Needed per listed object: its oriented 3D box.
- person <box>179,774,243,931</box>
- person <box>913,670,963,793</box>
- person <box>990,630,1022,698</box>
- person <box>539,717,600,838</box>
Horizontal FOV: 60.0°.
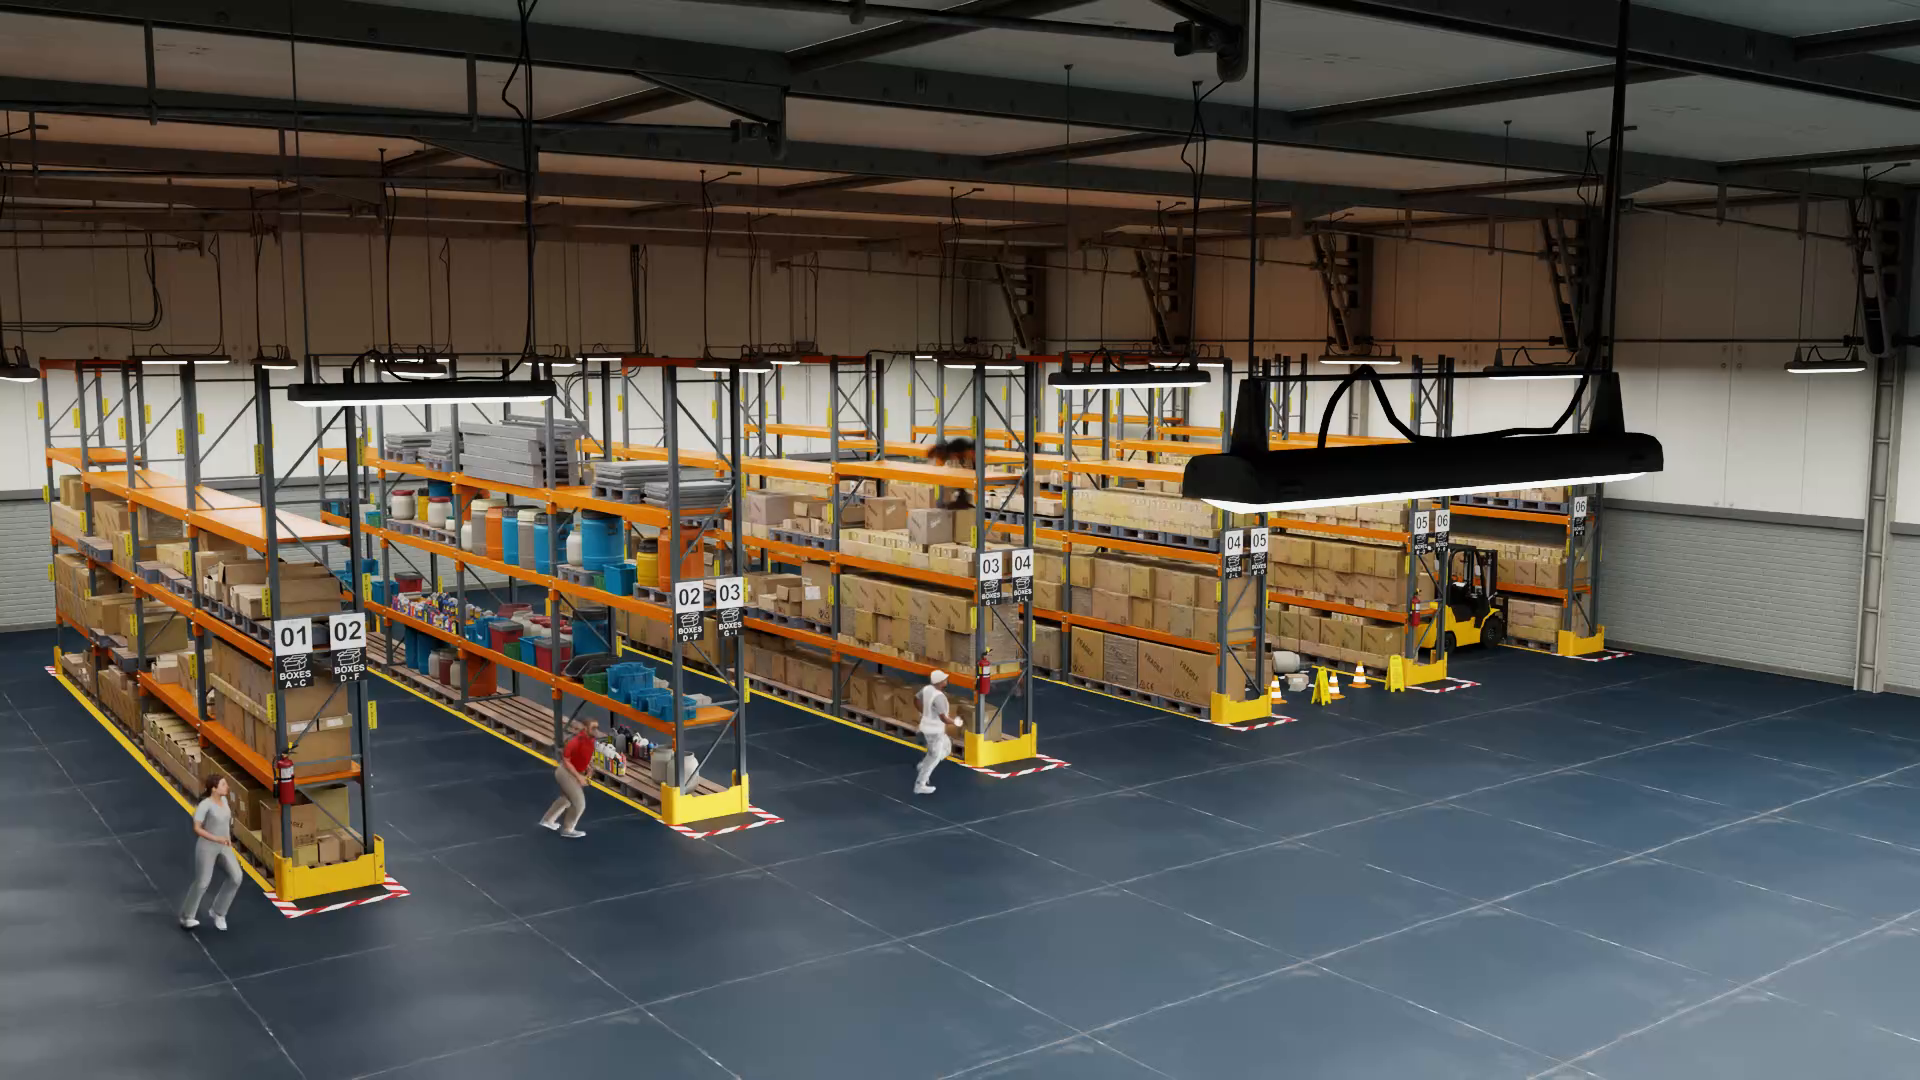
[{"bbox_3d":[-8.068,3.361,18.018,0.643,1.677,0.628,2,7,20],"label":"person"},{"bbox_3d":[-0.326,2.664,23.381,0.709,1.722,0.713,-2,7,-16],"label":"person"},{"bbox_3d":[0.809,1.940,29.705,0.558,1.705,0.829,-5,9,-38],"label":"person"},{"bbox_3d":[-4.993,3.009,21.227,0.874,1.580,0.700,0,7,0],"label":"person"}]
